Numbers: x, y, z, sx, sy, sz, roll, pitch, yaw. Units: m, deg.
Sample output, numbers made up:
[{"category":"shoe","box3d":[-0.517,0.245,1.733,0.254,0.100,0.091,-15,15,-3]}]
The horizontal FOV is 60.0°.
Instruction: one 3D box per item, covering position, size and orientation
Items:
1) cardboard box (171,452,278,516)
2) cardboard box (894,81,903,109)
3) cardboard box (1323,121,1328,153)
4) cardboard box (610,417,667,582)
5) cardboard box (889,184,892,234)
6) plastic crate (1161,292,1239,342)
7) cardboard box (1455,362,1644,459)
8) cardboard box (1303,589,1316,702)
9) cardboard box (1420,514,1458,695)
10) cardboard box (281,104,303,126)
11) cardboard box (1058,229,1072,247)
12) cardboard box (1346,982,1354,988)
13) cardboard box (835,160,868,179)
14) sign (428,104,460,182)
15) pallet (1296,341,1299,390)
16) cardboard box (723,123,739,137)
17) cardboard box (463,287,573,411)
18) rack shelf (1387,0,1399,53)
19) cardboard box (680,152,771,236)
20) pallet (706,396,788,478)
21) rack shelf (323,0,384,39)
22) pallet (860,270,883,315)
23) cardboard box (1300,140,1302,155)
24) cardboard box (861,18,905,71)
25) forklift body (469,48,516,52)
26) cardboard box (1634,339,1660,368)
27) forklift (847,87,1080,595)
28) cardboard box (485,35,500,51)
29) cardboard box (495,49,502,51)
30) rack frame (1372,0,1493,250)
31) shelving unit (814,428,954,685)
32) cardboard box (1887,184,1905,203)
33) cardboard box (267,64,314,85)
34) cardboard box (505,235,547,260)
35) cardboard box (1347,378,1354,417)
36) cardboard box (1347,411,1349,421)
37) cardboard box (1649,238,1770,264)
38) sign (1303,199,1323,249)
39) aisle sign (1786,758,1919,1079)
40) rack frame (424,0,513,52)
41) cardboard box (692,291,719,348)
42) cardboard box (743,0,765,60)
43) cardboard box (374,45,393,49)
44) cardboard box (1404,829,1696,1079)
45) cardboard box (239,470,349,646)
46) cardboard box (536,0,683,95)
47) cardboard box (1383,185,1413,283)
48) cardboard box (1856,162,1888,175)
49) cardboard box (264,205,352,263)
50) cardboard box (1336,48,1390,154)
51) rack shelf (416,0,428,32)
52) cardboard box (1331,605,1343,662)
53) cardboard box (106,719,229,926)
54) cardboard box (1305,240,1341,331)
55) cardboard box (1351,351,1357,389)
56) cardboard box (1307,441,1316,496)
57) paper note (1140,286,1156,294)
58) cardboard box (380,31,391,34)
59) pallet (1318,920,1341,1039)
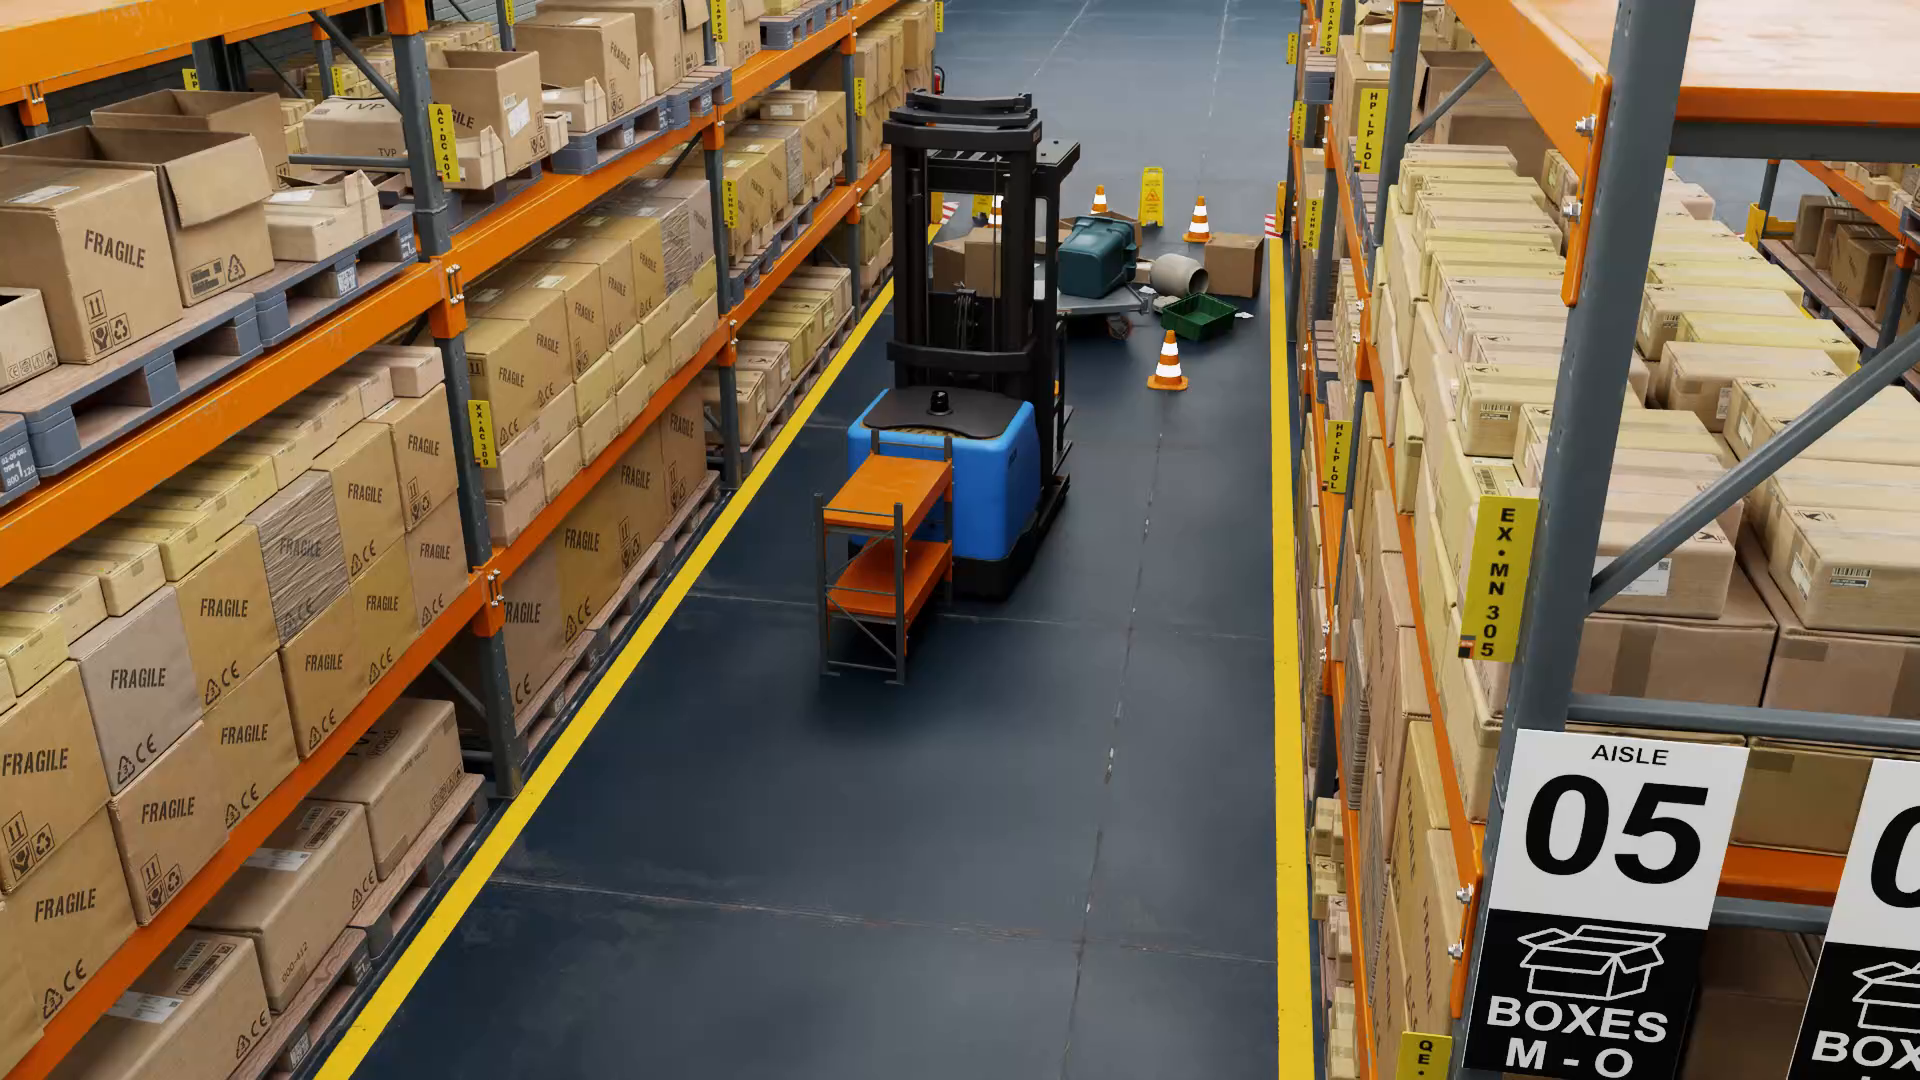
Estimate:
[{"category":"cardboard box","box3d":[-2.748,-0.206,6.089,0.380,0.149,0.250,3,25,7]},{"category":"cardboard box","box3d":[-0.870,-4.419,16.684,0.500,0.500,0.500,4,25,9]},{"category":"cardboard box","box3d":[3.391,-3.431,13.743,0.700,0.500,0.500,4,25,8]},{"category":"cardboard box","box3d":[-2.432,-0.340,10.450,0.875,0.875,0.875,4,25,9]},{"category":"cardboard box","box3d":[-0.908,-3.395,16.829,0.500,0.500,0.500,5,26,11]},{"category":"plastic crate","box3d":[2.203,-2.056,15.354,0.450,0.188,0.662,29,36,30]},{"category":"cardboard box","box3d":[1.384,-0.300,3.932,0.380,0.149,0.250,4,25,9]},{"category":"cardboard box","box3d":[2.116,0.606,8.871,0.500,0.500,0.500,3,25,7]},{"category":"cardboard box","box3d":[1.395,0.165,3.997,0.500,0.250,0.500,4,25,9]},{"category":"cardboard box","box3d":[-6.192,-3.855,15.065,0.380,0.149,0.250,4,25,8]},{"category":"cardboard box","box3d":[1.286,-2.743,16.357,0.797,0.637,0.503,4,25,9]},{"category":"cardboard box","box3d":[1.712,1.744,6.503,0.380,0.149,0.250,5,26,11]},{"category":"cardboard box","box3d":[-1.065,-3.437,15.351,0.380,0.149,0.250,4,25,8]},{"category":"sign","box3d":[-2.193,-1.686,7.072,0.100,0.325,0.005,4,25,9]},{"category":"pallet","box3d":[3.415,-1.550,14.312,1.003,0.211,1.213,4,25,9]},{"category":"cardboard box","box3d":[-2.042,-3.004,13.166,0.500,0.500,0.500,3,25,6]},{"category":"cardboard box","box3d":[-2.329,-0.972,8.491,0.500,0.500,0.500,4,25,8]},{"category":"rack shelf","box3d":[2.486,-2.841,8.025,1.077,0.370,4.000,4,25,9]},{"category":"cardboard box","box3d":[-1.707,-2.529,12.151,0.500,0.500,0.500,5,26,11]},{"category":"pallet","box3d":[-1.958,-0.832,12.778,1.003,0.211,1.213,4,25,9]},{"category":"rack shelf","box3d":[-6.004,-5.653,17.098,1.077,0.370,4.000,4,25,9]},{"category":"pallet","box3d":[-1.358,-2.462,16.260,1.003,0.211,1.213,4,25,9]},{"category":"cardboard box","box3d":[3.775,-4.041,16.169,0.875,0.550,0.500,4,25,9]},{"category":"cardboard box","box3d":[-0.938,-4.888,16.505,0.700,0.500,0.500,4,25,8]},{"category":"forklift body","box3d":[-4.187,-4.153,17.584,2.313,2.155,1.214,4,25,9]},{"category":"cardboard box","box3d":[2.093,-0.445,4.711,0.500,0.250,0.500,3,25,7]},{"category":"forklift","box3d":[0.162,-1.584,11.177,1.130,2.935,3.031,6,26,13]},{"category":"cardboard box","box3d":[-5.457,-5.631,18.859,0.380,0.149,0.250,4,25,9]},{"category":"cardboard box","box3d":[-5.499,-5.278,18.869,0.500,0.500,0.500,3,25,7]},{"category":"rack frame","box3d":[2.159,-2.512,6.001,1.000,3.000,0.127,4,25,9]},{"category":"shelving unit","box3d":[-0.424,0.078,9.756,0.538,1.125,1.048,7,26,14]},{"category":"cardboard box","box3d":[8.239,-2.955,14.322,0.380,0.149,0.250,4,25,9]},{"category":"cardboard box","box3d":[-6.495,-4.514,16.121,0.380,0.149,0.250,3,25,7]},{"category":"cardboard box","box3d":[-2.666,-1.443,9.497,0.500,0.500,0.500,4,25,9]},{"category":"cardboard box","box3d":[2.241,-0.737,8.737,0.380,0.149,0.250,4,25,9]},{"category":"cardboard box","box3d":[2.239,-0.596,8.786,0.380,0.149,0.250,5,26,11]},{"category":"cardboard box","box3d":[2.192,-0.800,4.999,0.380,0.149,0.250,4,25,8]},{"category":"sign","box3d":[2.265,-2.029,10.681,0.100,0.325,0.005,4,25,9]},{"category":"aisle sign","box3d":[1.789,0.752,3.038,0.394,0.787,0.004,4,25,9]},{"category":"rack frame","box3d":[-5.677,-5.456,19.369,1.000,3.000,0.127,4,25,9]},{"category":"cardboard box","box3d":[-1.914,-1.471,11.031,0.500,0.250,0.500,3,25,7]},{"category":"cardboard box","box3d":[-1.866,-3.813,12.199,0.797,0.503,0.637,4,25,9]},{"category":"cardboard box","box3d":[-5.831,-5.020,17.202,0.380,0.149,0.250,4,25,9]},{"category":"cardboard box","box3d":[1.335,1.037,3.848,0.500,0.500,0.500,4,25,7]},{"category":"cardboard box","box3d":[-2.710,0.048,6.311,0.500,0.500,0.500,4,25,9]},{"category":"cardboard box","box3d":[-2.061,-2.935,9.830,0.700,0.500,0.500,3,25,6]},{"category":"cardboard box","box3d":[1.844,-1.127,6.168,0.500,0.250,0.500,5,26,10]},{"category":"cardboard box","box3d":[8.577,-3.541,14.808,0.875,0.500,0.500,4,25,9]},{"category":"cardboard box","box3d":[-2.573,-1.176,6.368,0.380,0.149,0.250,5,25,10]},{"category":"cardboard box","box3d":[2.382,-2.441,9.271,0.500,0.500,0.500,4,25,9]},{"category":"rack shelf","box3d":[-2.414,-3.142,8.668,1.077,0.370,4.000,4,25,9]},{"category":"cardboard box","box3d":[1.790,0.415,7.121,0.380,0.149,0.250,5,26,10]},{"category":"cardboard box","box3d":[-2.877,0.927,5.614,0.500,0.500,0.500,4,25,8]},{"category":"cardboard box","box3d":[2.622,-1.720,11.268,0.500,0.500,0.500,4,25,9]},{"category":"cardboard box","box3d":[2.246,-0.867,8.663,0.380,0.149,0.250,3,25,6]},{"category":"cardboard box","box3d":[2.379,-0.382,10.095,0.500,0.250,0.500,4,25,8]},{"category":"paper note","box3d":[1.883,-2.487,16.536,0.172,0.023,0.155,13,28,26]},{"category":"cardboard box","box3d":[-6.103,-5.484,18.193,0.380,0.149,0.250,4,25,9]},{"category":"pallet","box3d":[2.084,1.752,7.259,1.003,0.211,1.213,4,25,9]}]
